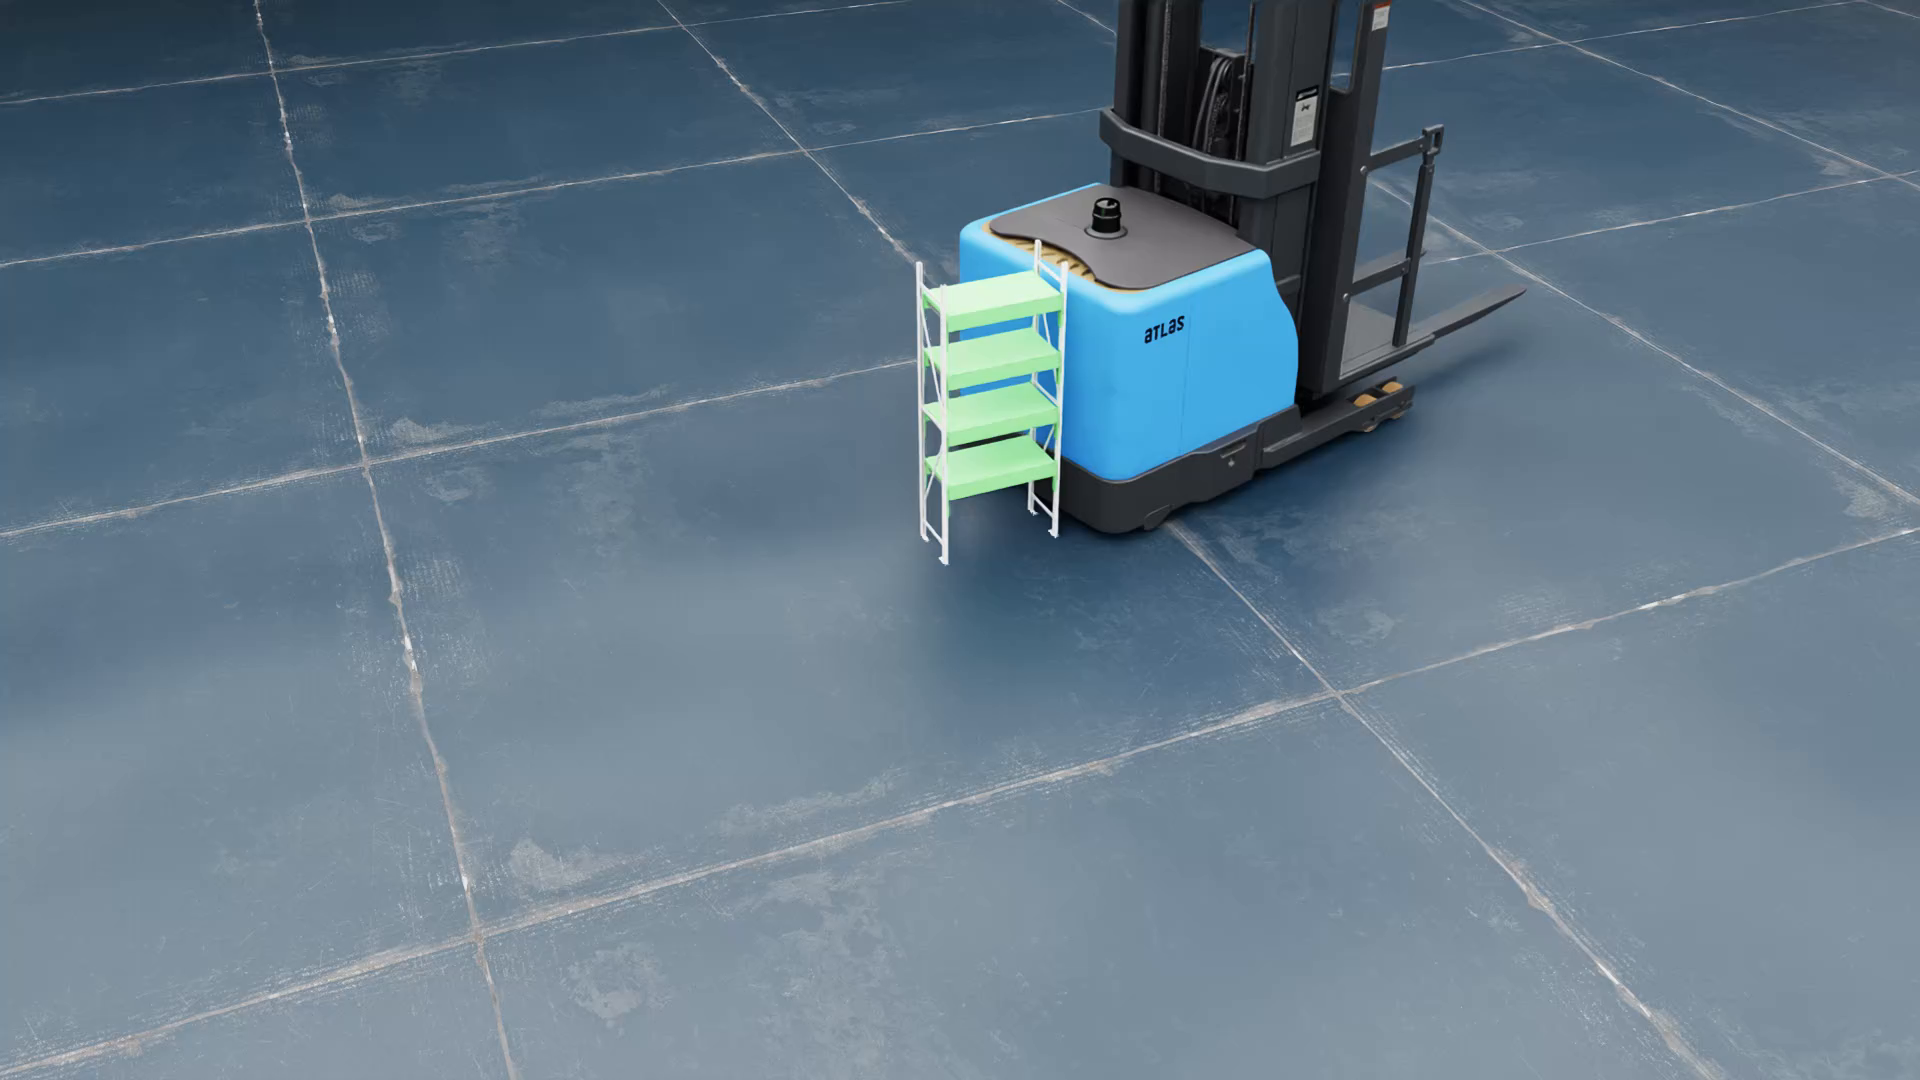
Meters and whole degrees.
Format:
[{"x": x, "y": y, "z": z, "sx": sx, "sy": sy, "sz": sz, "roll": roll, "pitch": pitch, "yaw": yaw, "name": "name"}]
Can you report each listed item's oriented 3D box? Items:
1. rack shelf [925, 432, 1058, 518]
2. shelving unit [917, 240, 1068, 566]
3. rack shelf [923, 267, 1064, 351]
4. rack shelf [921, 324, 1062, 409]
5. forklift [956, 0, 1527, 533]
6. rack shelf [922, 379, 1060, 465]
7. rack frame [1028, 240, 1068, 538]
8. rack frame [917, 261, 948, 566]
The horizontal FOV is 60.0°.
[{"x": 0.118, "y": -0.263, "z": 6.611, "sx": 0.480, "sy": 0.148, "sz": 0.258, "roll": -14, "pitch": 36, "yaw": -20, "name": "rack shelf"}, {"x": 0.118, "y": -0.518, "z": 6.445, "sx": 0.503, "sy": 1.200, "sz": 0.258, "roll": -14, "pitch": 36, "yaw": -20, "name": "shelving unit"}, {"x": 0.118, "y": -0.866, "z": 6.218, "sx": 0.480, "sy": 0.148, "sz": 0.258, "roll": -14, "pitch": 36, "yaw": -20, "name": "rack shelf"}, {"x": 0.118, "y": -0.665, "z": 6.349, "sx": 0.480, "sy": 0.148, "sz": 0.258, "roll": -14, "pitch": 36, "yaw": -20, "name": "rack shelf"}, {"x": 1.443, "y": -1.915, "z": 7.005, "sx": 3.031, "sy": 2.935, "sz": 1.130, "roll": -24, "pitch": 40, "yaw": -32, "name": "forklift"}, {"x": 0.118, "y": -0.464, "z": 6.480, "sx": 0.480, "sy": 0.148, "sz": 0.258, "roll": -14, "pitch": 36, "yaw": -20, "name": "rack shelf"}, {"x": 0.340, "y": -0.573, "z": 6.530, "sx": 0.015, "sy": 1.200, "sz": 0.240, "roll": -14, "pitch": 36, "yaw": -20, "name": "rack frame"}, {"x": -0.104, "y": -0.463, "z": 6.361, "sx": 0.015, "sy": 1.200, "sz": 0.240, "roll": -14, "pitch": 36, "yaw": -20, "name": "rack frame"}]
